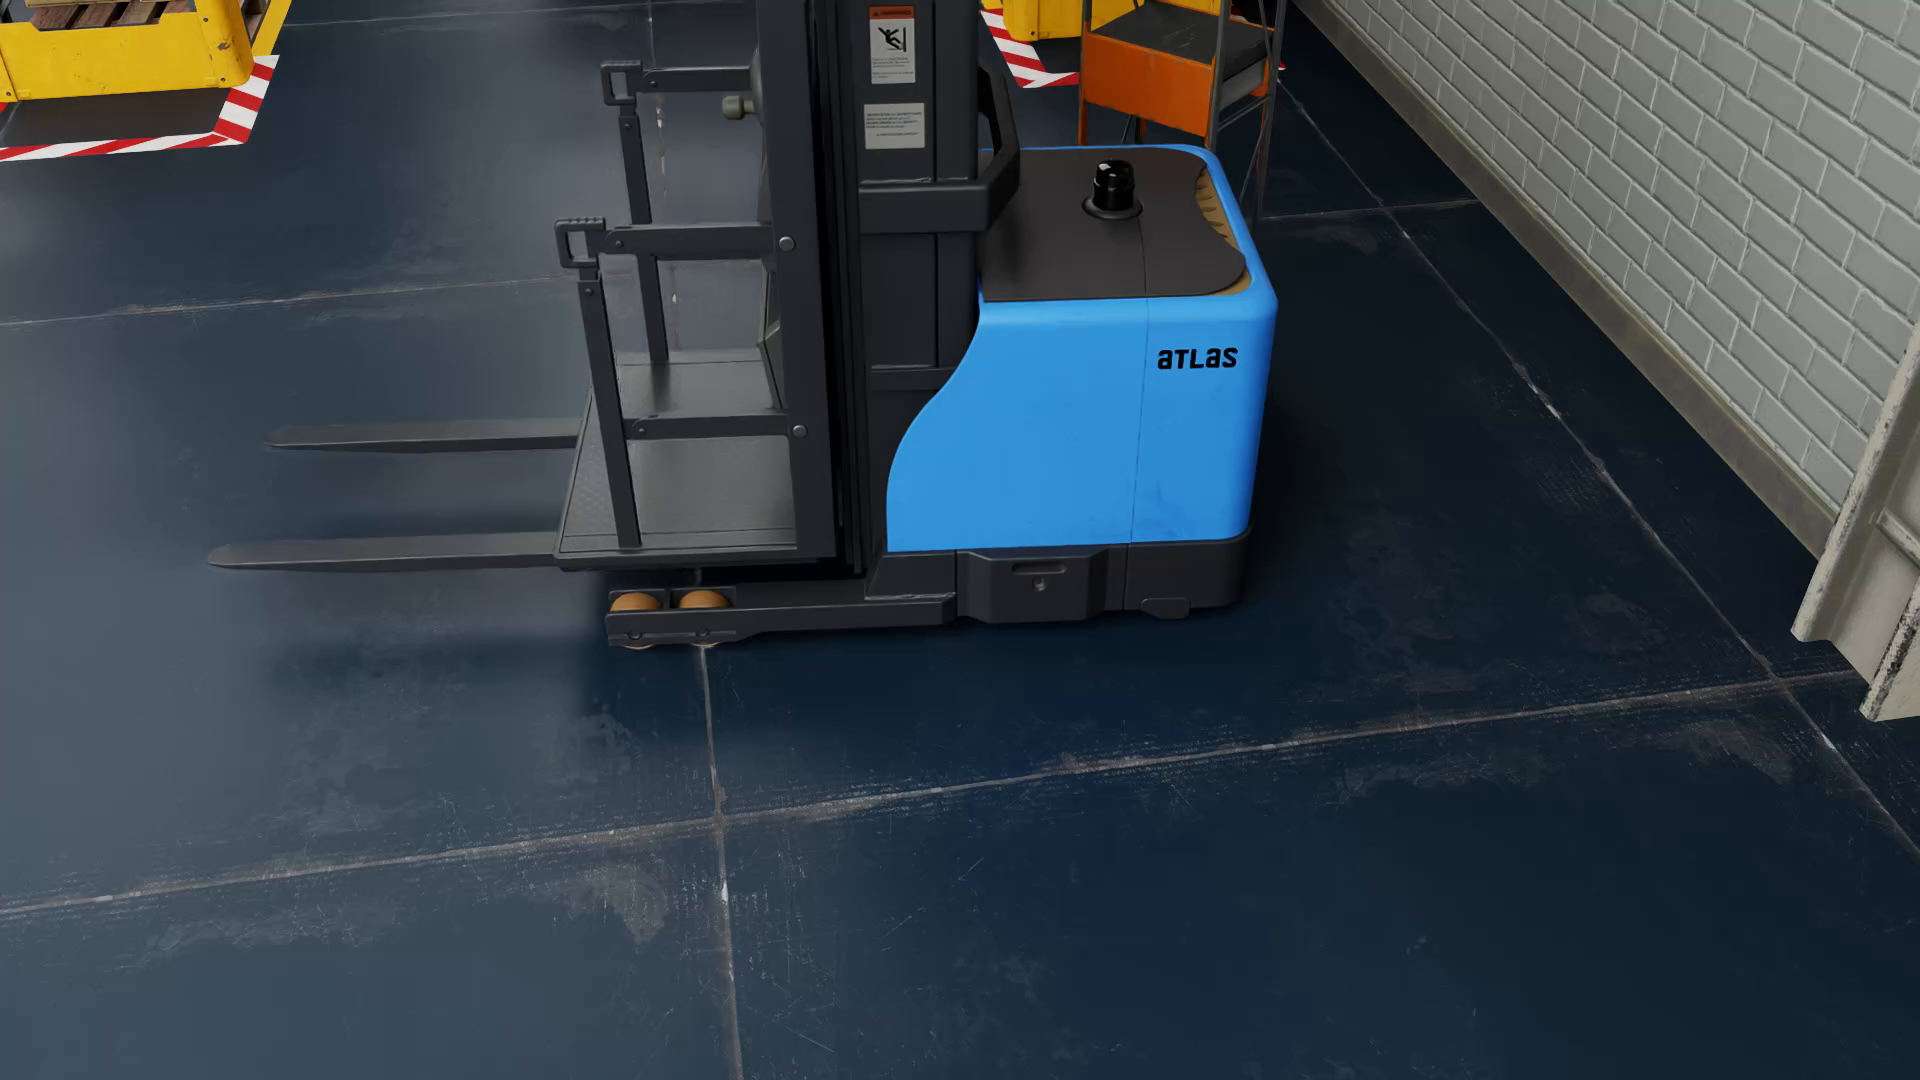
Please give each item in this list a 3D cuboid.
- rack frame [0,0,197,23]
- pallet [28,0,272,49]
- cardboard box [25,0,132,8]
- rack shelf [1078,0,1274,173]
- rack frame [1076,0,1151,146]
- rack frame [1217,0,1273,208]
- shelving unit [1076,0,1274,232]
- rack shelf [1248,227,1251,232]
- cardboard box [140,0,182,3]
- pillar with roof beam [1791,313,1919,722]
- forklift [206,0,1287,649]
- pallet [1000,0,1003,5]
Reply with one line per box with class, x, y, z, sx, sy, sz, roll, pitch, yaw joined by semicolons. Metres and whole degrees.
rack frame;-4.068;-3.388;7.166;1.000;3.000;0.127;-6;38;-8
pallet;-4.189;-2.828;8.718;1.003;0.211;1.213;-6;38;-8
cardboard box;-4.479;-2.942;8.491;0.500;0.250;0.500;-6;38;-8
rack shelf;0.705;-1.436;5.409;0.480;0.518;0.431;26;45;29
rack frame;0.512;-1.538;5.519;0.015;2.100;0.400;26;45;29
rack frame;0.898;-1.355;5.283;0.006;1.831;0.380;26;45;29
shelving unit;0.703;-1.447;5.401;0.499;2.100;0.431;26;45;29
rack shelf;0.705;-0.883;5.838;0.480;0.518;0.431;26;45;29
cardboard box;-3.937;-2.985;8.547;0.500;0.250;0.500;-7;38;-8
pillar with roof beam;-1.603;-2.724;1.421;9.100;9.000;0.400;-6;38;-8
forklift;-0.570;-1.278;4.506;3.284;2.935;1.453;-2;38;-3
pallet;0.643;-3.281;9.301;1.003;0.211;1.213;-6;38;-8
